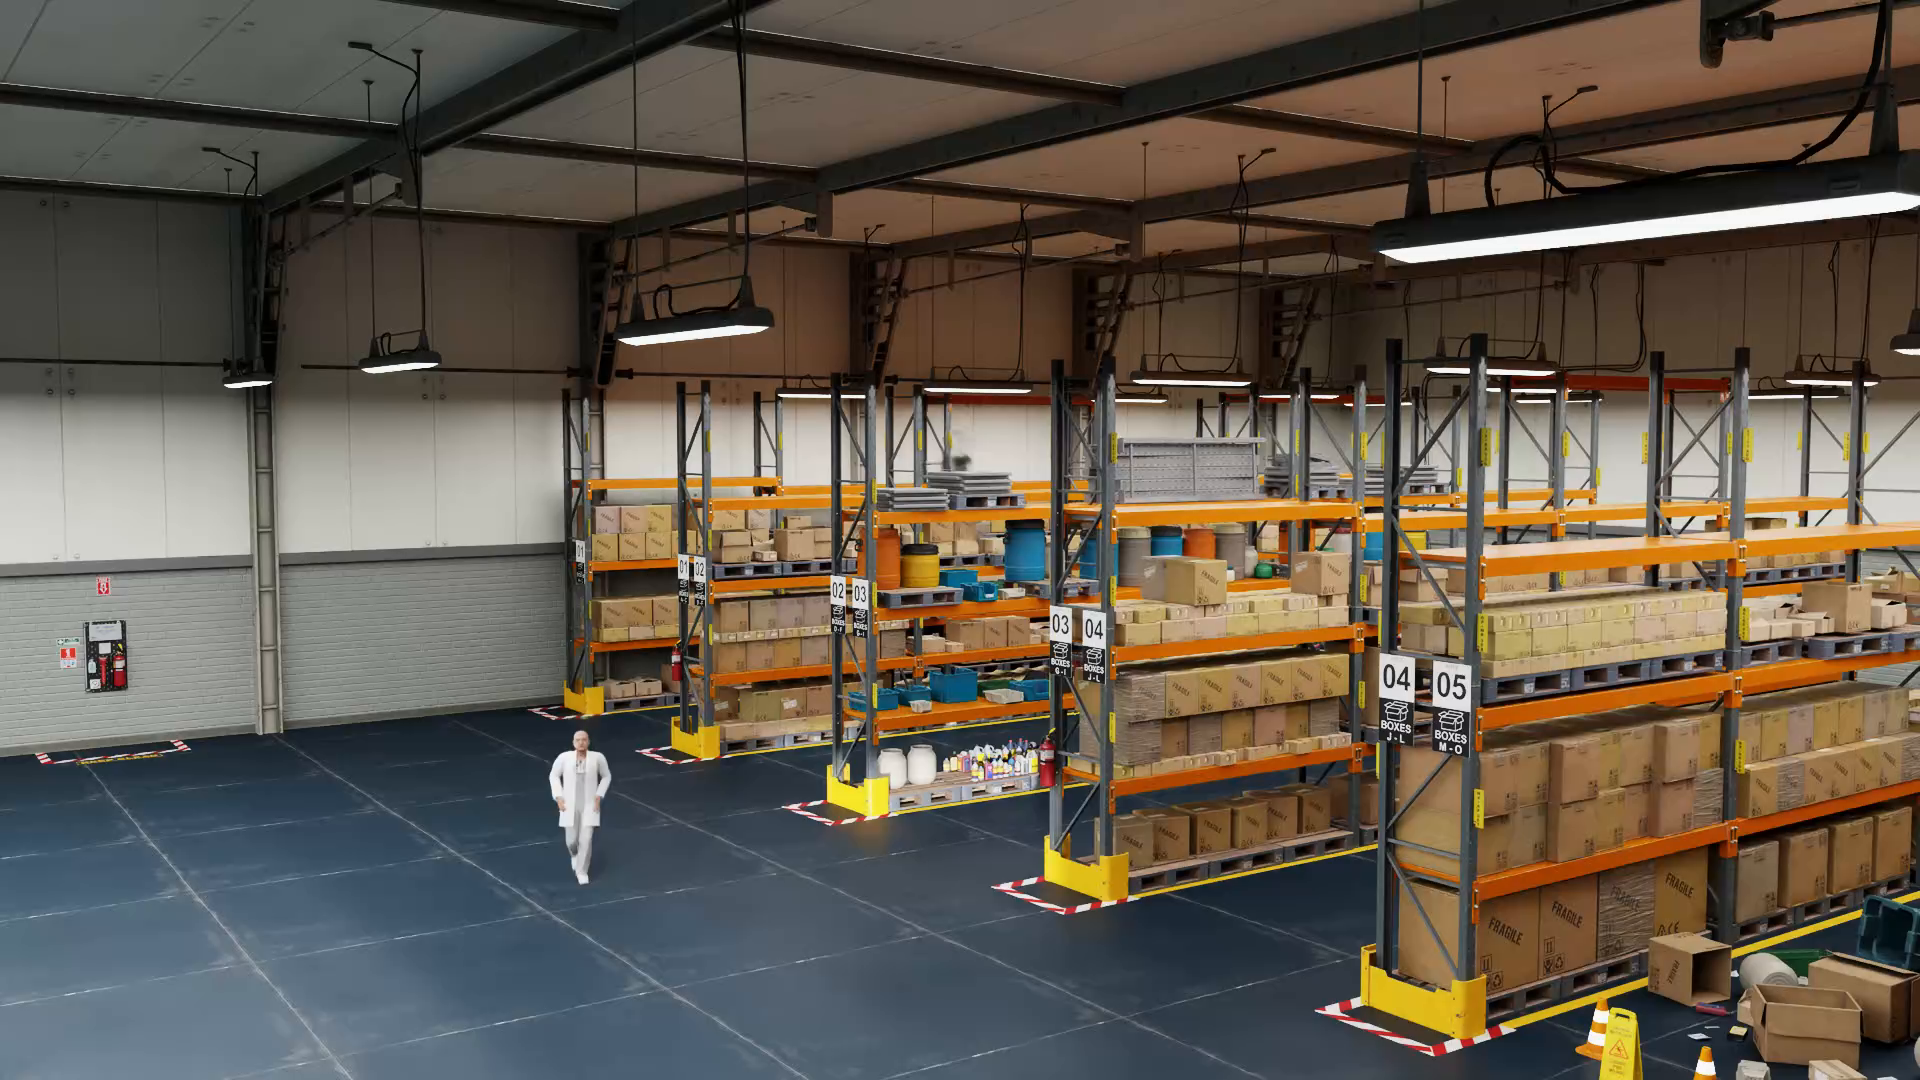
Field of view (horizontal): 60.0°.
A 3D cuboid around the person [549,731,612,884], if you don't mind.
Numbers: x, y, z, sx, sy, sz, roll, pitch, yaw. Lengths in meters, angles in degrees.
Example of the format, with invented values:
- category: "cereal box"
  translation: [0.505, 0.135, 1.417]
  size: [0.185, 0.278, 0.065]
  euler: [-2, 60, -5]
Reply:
- category: "person"
  translation: [-4.390, 3.065, 19.249]
  size: [0.703, 1.741, 0.630]
  euler: [-1, 4, -10]

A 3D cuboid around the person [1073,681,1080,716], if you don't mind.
- category: "person"
  translation: [2.202, 2.526, 28.220]
  size: [0.563, 1.650, 0.573]
  euler: [-3, 5, -41]
